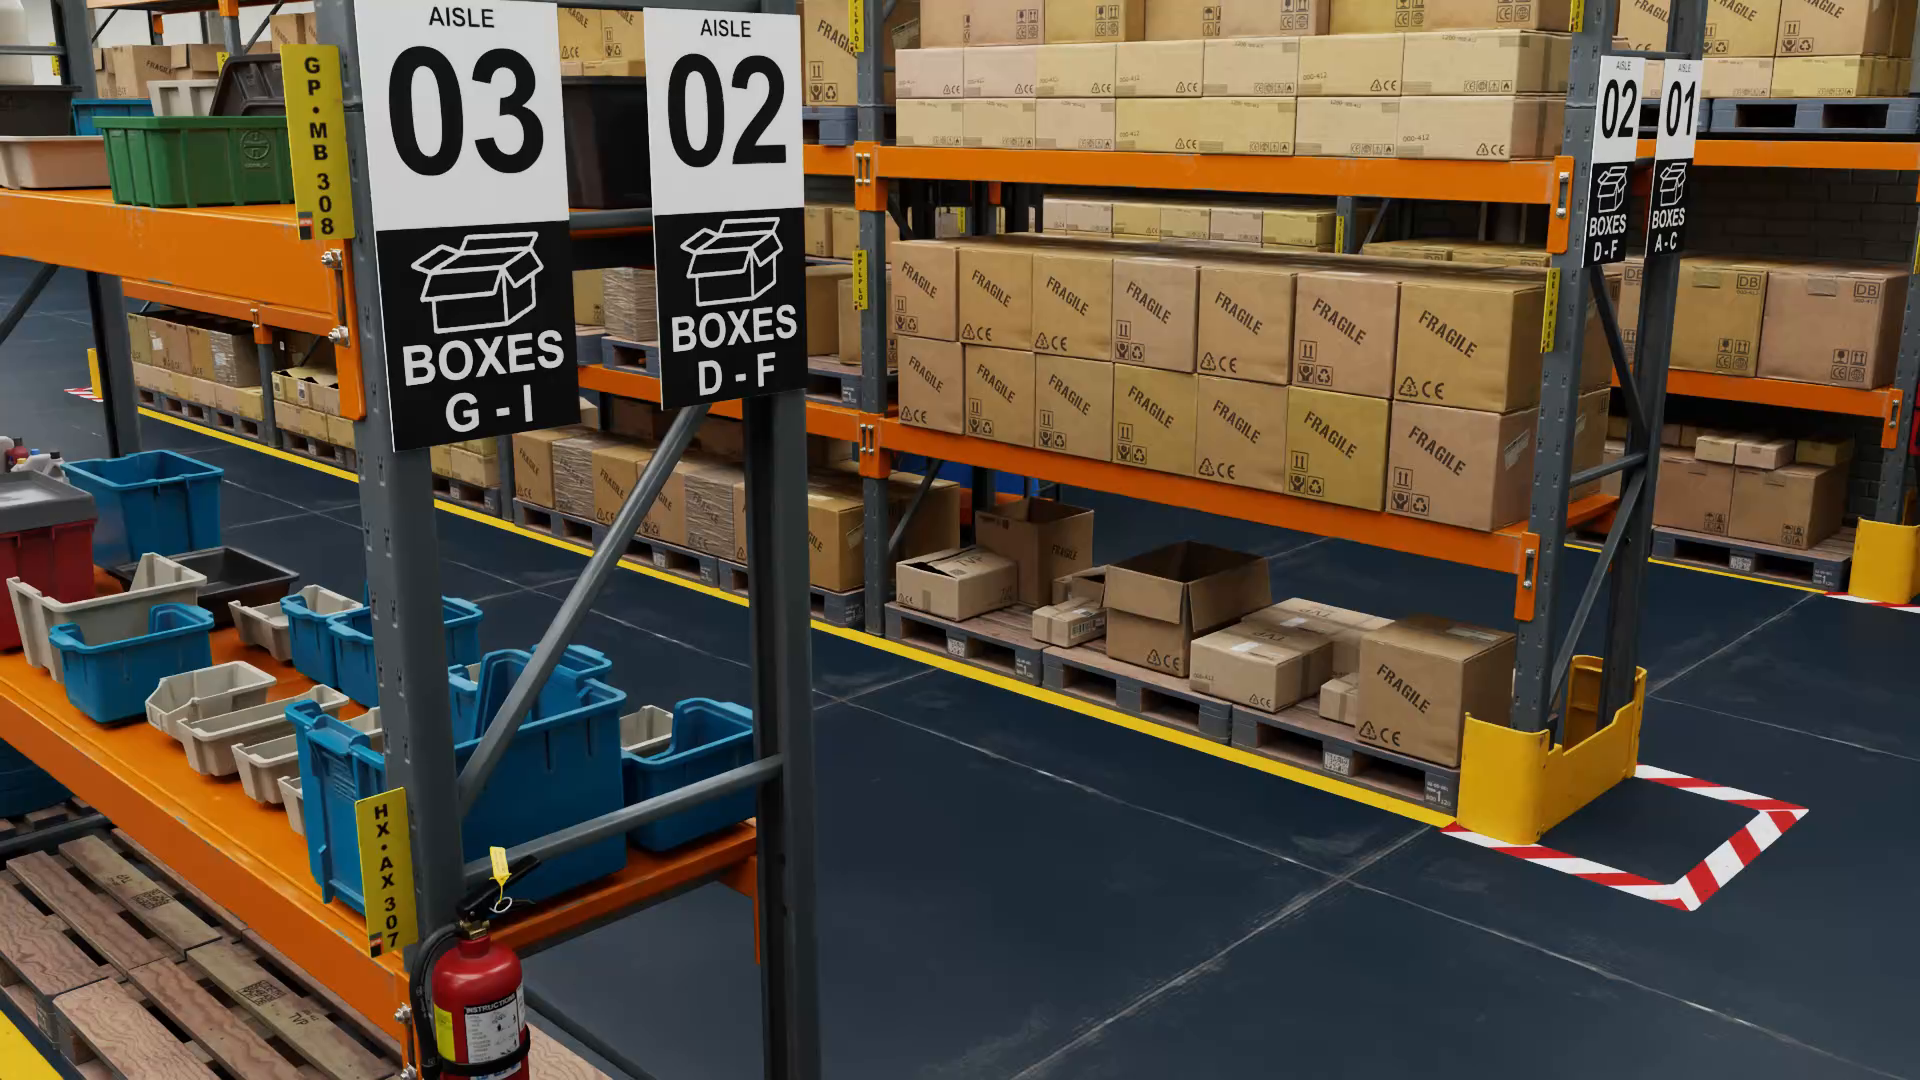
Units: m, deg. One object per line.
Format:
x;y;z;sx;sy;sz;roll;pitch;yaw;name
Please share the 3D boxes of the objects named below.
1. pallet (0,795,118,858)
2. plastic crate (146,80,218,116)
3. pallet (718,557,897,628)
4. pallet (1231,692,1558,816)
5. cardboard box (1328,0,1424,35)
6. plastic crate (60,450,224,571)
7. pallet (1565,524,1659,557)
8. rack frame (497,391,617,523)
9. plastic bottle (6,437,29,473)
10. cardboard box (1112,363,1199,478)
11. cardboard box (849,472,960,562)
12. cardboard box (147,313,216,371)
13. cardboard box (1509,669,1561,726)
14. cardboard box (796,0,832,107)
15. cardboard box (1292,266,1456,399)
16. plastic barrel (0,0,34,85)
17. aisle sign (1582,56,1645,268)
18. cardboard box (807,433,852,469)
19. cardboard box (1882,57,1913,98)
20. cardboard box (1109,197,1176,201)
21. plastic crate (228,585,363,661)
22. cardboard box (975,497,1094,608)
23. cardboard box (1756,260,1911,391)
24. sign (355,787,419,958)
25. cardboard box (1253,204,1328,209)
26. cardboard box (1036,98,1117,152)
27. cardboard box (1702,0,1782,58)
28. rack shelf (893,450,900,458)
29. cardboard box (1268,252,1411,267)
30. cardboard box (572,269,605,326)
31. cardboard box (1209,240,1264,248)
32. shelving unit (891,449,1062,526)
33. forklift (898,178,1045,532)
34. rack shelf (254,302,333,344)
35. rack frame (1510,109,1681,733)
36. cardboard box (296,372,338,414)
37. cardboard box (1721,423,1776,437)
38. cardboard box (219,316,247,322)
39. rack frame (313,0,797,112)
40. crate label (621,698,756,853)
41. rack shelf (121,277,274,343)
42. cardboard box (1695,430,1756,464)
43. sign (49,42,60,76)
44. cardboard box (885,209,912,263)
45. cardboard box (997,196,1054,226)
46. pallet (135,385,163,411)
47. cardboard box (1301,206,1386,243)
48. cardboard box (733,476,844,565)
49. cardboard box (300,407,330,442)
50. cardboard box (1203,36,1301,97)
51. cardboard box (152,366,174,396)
-4.138;1.124;7.200;1.213;0.211;1.003;14;20;42;pallet
-2.113;-1.221;4.955;0.530;0.282;0.437;14;20;42;plastic crate
-0.782;0.233;10.621;1.213;0.211;1.003;14;20;42;pallet
2.080;0.916;8.000;1.213;0.211;1.003;14;20;42;pallet
2.027;-2.455;7.274;0.500;0.500;0.700;14;20;42;cardboard box
-3.038;-0.084;6.219;0.575;0.384;0.392;14;20;42;plastic crate
4.641;-0.171;12.169;1.213;0.211;1.003;14;20;42;pallet
-3.050;-1.681;12.436;0.127;3.000;1.000;14;20;42;rack frame
-4.218;-0.323;7.456;0.133;0.283;0.061;14;20;42;plastic bottle
1.104;-0.625;8.184;0.500;0.500;0.500;13;20;41;cardboard box
-0.349;-0.113;10.503;0.500;0.500;0.500;13;19;40;cardboard box
-7.847;-2.010;16.832;0.500;0.500;0.500;14;20;42;cardboard box
2.646;0.750;7.887;0.250;0.149;0.380;14;20;42;cardboard box
-0.979;-2.947;10.115;0.600;0.600;0.600;13;20;42;cardboard box
1.834;-0.930;7.370;0.500;0.500;0.500;-14;20;-43;cardboard box
-3.816;-1.941;6.381;0.433;0.535;0.433;0;15;0;plastic barrel
2.546;-1.472;6.475;0.004;0.787;0.394;14;20;42;aisle sign
-1.069;-0.651;11.081;0.500;0.250;0.500;14;20;42;cardboard box
5.790;-2.984;10.752;0.500;0.250;0.500;-13;20;-41;cardboard box
1.630;-2.932;14.921;0.500;0.250;0.500;13;19;41;cardboard box
-2.149;0.266;5.366;0.466;0.136;0.293;14;20;42;plastic crate
0.437;0.064;9.824;0.500;0.500;0.500;14;20;42;cardboard box
5.771;-1.414;10.813;0.980;0.700;0.700;-13;20;-42;cardboard box
-1.102;0.641;3.200;0.005;0.325;0.100;14;20;42;sign
2.734;-2.664;13.892;0.500;0.250;0.500;14;20;43;cardboard box
0.724;-2.054;8.215;0.500;0.250;0.500;14;20;42;cardboard box
5.076;-3.343;10.642;0.500;0.500;0.500;-14;20;-43;cardboard box
0.112;-0.682;11.157;1.000;0.278;0.538;8;17;29;rack shelf
1.835;-1.118;8.091;0.500;0.500;0.500;14;20;43;cardboard box
-2.518;-1.843;12.026;0.500;0.500;0.700;7;16;24;cardboard box
2.384;-2.206;13.620;0.500;0.500;0.500;14;20;43;cardboard box
0.112;-0.399;11.231;1.048;1.125;0.538;8;17;29;shelving unit
0.092;-1.785;12.971;1.130;2.935;3.031;0;15;2;forklift
-4.489;-1.683;13.870;4.000;0.370;1.077;14;20;42;rack shelf
2.709;-0.281;7.062;0.127;3.000;1.000;14;20;42;rack frame
-5.448;-1.319;14.554;0.500;0.311;0.500;13;20;42;cardboard box
5.435;-0.696;11.492;0.250;0.149;0.380;14;20;42;cardboard box
-7.127;-2.017;16.857;0.500;0.500;0.500;14;20;42;cardboard box
-0.731;-2.286;2.858;0.127;3.000;1.000;14;20;42;rack frame
-0.681;0.566;4.023;0.303;0.233;0.416;14;20;42;crate label
-7.369;-2.383;16.556;4.000;0.370;1.077;14;20;42;rack shelf
5.168;-0.627;11.227;0.380;0.149;0.250;-14;20;-43;cardboard box
-9.198;-4.895;16.928;0.005;0.325;0.100;14;20;42;sign
-0.380;-3.016;16.486;0.500;0.500;0.700;11;18;37;cardboard box
0.555;-3.015;15.238;0.500;0.250;0.500;-14;20;-43;cardboard box
-8.229;-1.606;17.676;1.213;0.211;1.003;14;20;42;pallet
3.115;-2.574;13.546;0.500;0.250;0.500;-14;20;-42;cardboard box
-1.074;-0.107;10.478;0.500;0.500;0.500;14;20;42;cardboard box
-5.444;-1.049;14.628;0.500;0.250;0.500;-14;20;-43;cardboard box
1.445;-2.121;7.482;0.500;0.250;0.500;14;20;42;cardboard box
-7.855;-1.645;16.918;0.500;0.250;0.500;14;20;42;cardboard box
